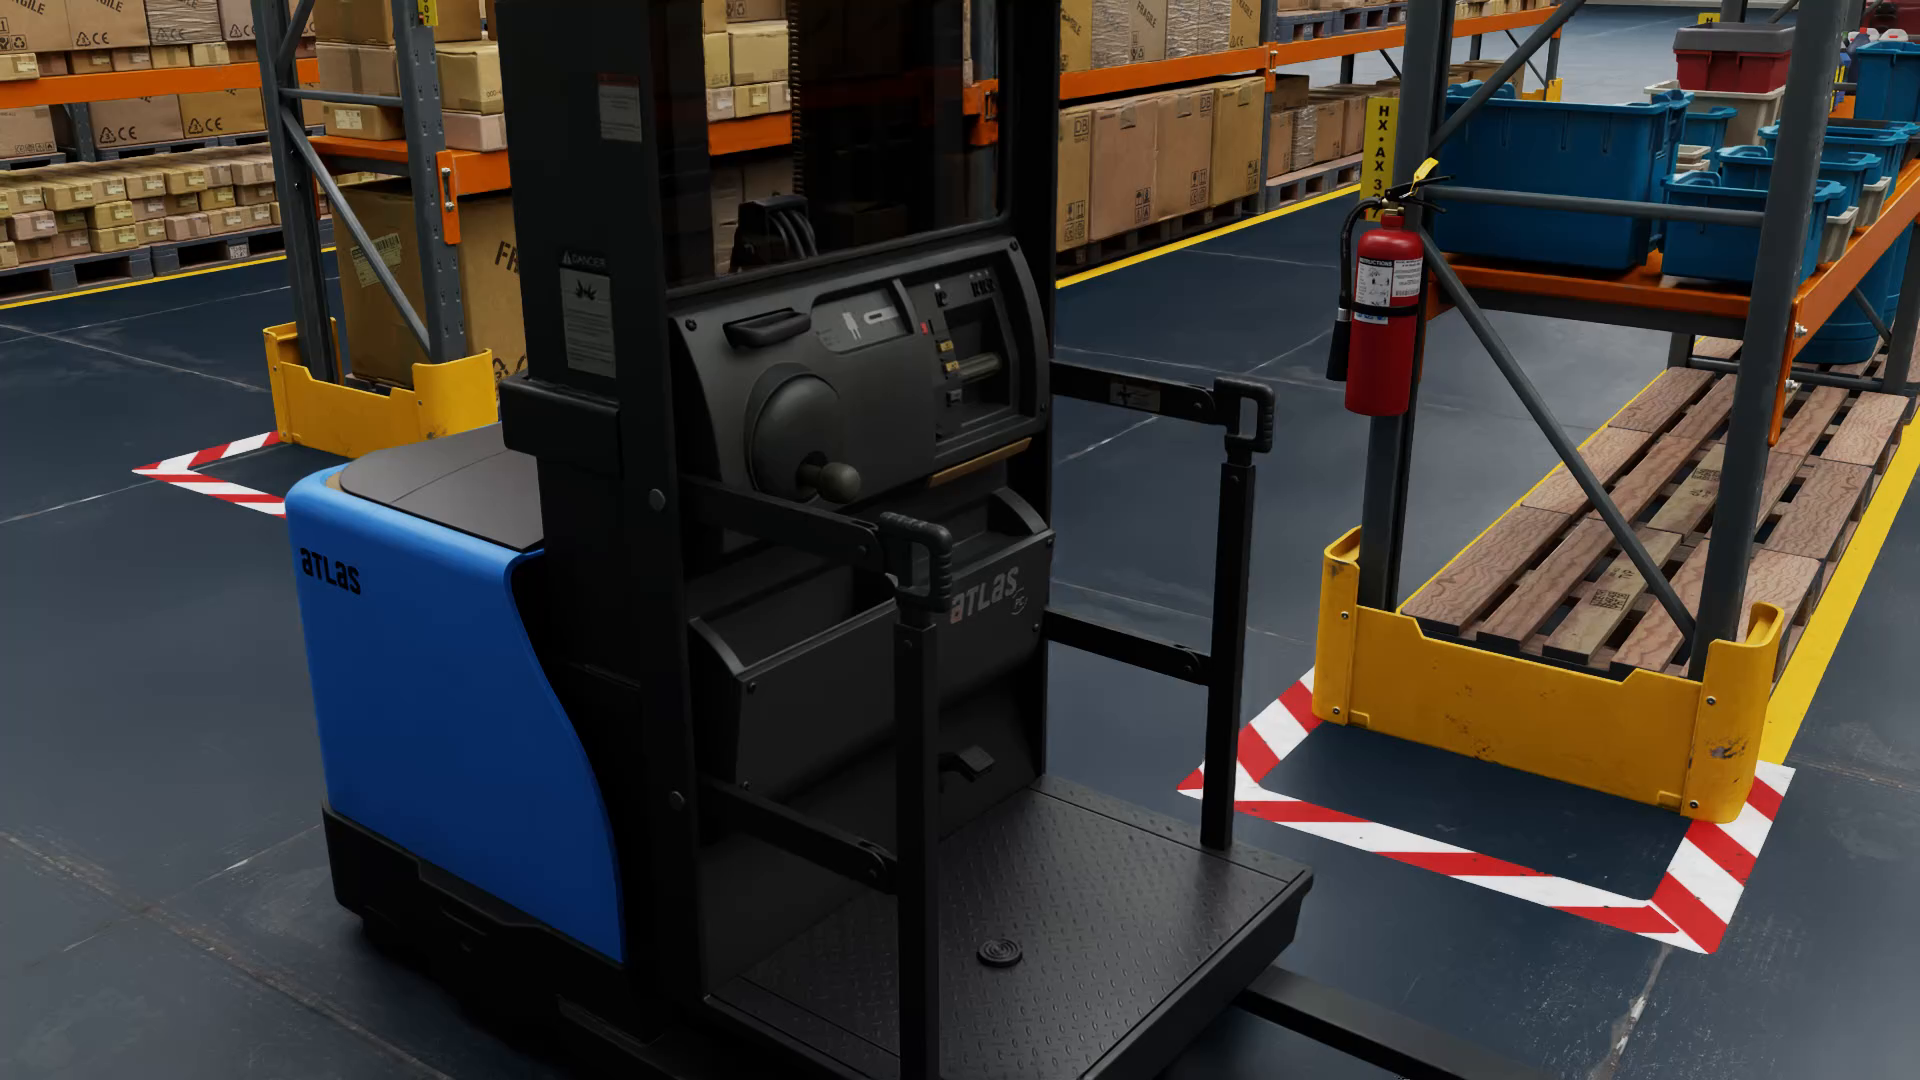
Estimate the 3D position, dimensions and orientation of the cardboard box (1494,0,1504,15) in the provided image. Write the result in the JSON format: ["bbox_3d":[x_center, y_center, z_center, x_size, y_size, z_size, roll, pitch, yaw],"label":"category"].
[{"bbox_3d":[5.444,-5.566,17.350,0.380,0.149,0.250,13,24,32],"label":"cardboard box"}]

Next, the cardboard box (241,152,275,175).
[{"bbox_3d":[-4.816,-2.626,11.686,0.380,0.149,0.250,12,23,29],"label":"cardboard box"}]

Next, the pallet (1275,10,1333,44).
[{"bbox_3d":[2.306,-4.235,13.667,1.213,0.211,1.003,13,24,32],"label":"pallet"}]

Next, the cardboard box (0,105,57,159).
[{"bbox_3d":[-8.893,-3.721,15.088,0.875,0.438,0.875,13,24,31],"label":"cardboard box"}]

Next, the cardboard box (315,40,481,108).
[{"bbox_3d":[-2.451,-2.064,7.310,0.500,0.250,0.500,13,24,31],"label":"cardboard box"}]

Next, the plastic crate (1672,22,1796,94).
[{"bbox_3d":[3.132,-1.837,6.729,0.402,0.464,0.583,13,24,32],"label":"plastic crate"}]

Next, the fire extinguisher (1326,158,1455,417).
[{"bbox_3d":[1.132,-0.673,4.409,0.296,0.674,0.183,13,24,32],"label":"fire extinguisher"}]

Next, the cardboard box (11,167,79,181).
[{"bbox_3d":[-6.034,-2.363,10.976,0.380,0.149,0.250,12,24,30],"label":"cardboard box"}]

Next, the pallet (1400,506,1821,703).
[{"bbox_3d":[2.088,0.240,5.311,1.003,0.211,1.213,13,24,32],"label":"pallet"}]

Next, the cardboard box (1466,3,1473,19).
[{"bbox_3d":[4.880,-5.279,16.575,0.380,0.149,0.250,13,24,32],"label":"cardboard box"}]

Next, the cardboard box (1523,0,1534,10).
[{"bbox_3d":[6.109,-5.933,18.344,0.380,0.149,0.250,13,24,32],"label":"cardboard box"}]

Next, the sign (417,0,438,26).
[{"bbox_3d":[-2.048,-2.138,6.358,0.100,0.325,0.005,13,24,32],"label":"sign"}]

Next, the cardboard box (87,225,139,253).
[{"bbox_3d":[-5.542,-1.964,10.755,0.380,0.149,0.250,14,24,32],"label":"cardboard box"}]

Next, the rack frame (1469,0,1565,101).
[{"bbox_3d":[6.490,-6.395,19.230,1.000,3.000,0.127,13,24,32],"label":"rack frame"}]

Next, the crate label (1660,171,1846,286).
[{"bbox_3d":[2.003,-0.795,4.245,0.416,0.233,0.303,13,24,32],"label":"crate label"}]

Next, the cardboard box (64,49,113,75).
[{"bbox_3d":[-5.587,-3.034,10.506,0.380,0.149,0.250,13,24,31],"label":"cardboard box"}]

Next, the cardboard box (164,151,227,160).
[{"bbox_3d":[-5.394,-2.649,11.748,0.380,0.149,0.250,12,24,30],"label":"cardboard box"}]

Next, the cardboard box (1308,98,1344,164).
[{"bbox_3d":[2.968,-3.656,14.793,0.700,0.500,0.500,16,25,36],"label":"cardboard box"}]

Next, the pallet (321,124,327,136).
[{"bbox_3d":[-6.708,-4.513,18.162,1.003,0.211,1.213,13,24,32],"label":"pallet"}]

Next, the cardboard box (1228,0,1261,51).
[{"bbox_3d":[1.921,-3.957,12.494,0.500,0.500,0.500,14,25,33],"label":"cardboard box"}]

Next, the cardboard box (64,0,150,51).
[{"bbox_3d":[-5.503,-3.359,10.449,0.500,0.500,0.500,14,24,33],"label":"cardboard box"}]

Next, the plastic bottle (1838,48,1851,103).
[{"bbox_3d":[4.604,-2.438,8.717,0.097,0.271,0.097,0,20,0],"label":"plastic bottle"}]

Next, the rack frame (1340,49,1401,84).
[{"bbox_3d":[4.242,-5.248,16.128,1.000,3.000,0.127,13,24,32],"label":"rack frame"}]

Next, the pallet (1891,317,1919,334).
[{"bbox_3d":[4.994,-1.243,9.322,1.003,0.211,1.213,13,24,32],"label":"pallet"}]

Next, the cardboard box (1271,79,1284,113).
[{"bbox_3d":[2.345,-3.684,13.788,0.500,0.250,0.500,14,25,34],"label":"cardboard box"}]

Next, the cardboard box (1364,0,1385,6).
[{"bbox_3d":[3.344,-4.978,14.644,0.797,0.503,0.637,16,26,37],"label":"cardboard box"}]

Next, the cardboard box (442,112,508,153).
[{"bbox_3d":[-2.031,-1.724,6.965,0.380,0.149,0.250,14,24,32],"label":"cardboard box"}]

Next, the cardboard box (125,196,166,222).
[{"bbox_3d":[-5.473,-2.203,10.971,0.380,0.149,0.250,12,23,29],"label":"cardboard box"}]

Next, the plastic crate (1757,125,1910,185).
[{"bbox_3d":[2.744,-1.173,5.266,0.416,0.233,0.300,13,24,32],"label":"plastic crate"}]

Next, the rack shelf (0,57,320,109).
[{"bbox_3d":[-5.425,-3.037,11.189,1.077,0.370,4.000,13,24,32],"label":"rack shelf"}]

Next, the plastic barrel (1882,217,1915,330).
[{"bbox_3d":[4.559,-1.555,8.564,0.600,0.901,0.708,13,24,32],"label":"plastic barrel"}]

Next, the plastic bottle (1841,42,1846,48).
[{"bbox_3d":[4.799,-2.617,9.194,0.152,0.276,0.135,13,24,32],"label":"plastic bottle"}]

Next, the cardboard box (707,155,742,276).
[{"bbox_3d":[-1.699,-1.465,8.360,0.875,0.875,0.875,13,24,32],"label":"cardboard box"}]

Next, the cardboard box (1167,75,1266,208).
[{"bbox_3d":[1.588,-3.106,12.796,1.225,0.875,0.875,12,23,29],"label":"cardboard box"}]

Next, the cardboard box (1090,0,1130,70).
[{"bbox_3d":[0.774,-3.370,10.908,0.500,0.500,0.500,13,24,31],"label":"cardboard box"}]

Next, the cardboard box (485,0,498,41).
[{"bbox_3d":[-1.730,-2.454,7.282,0.500,0.500,0.500,13,24,31],"label":"cardboard box"}]

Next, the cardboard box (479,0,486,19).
[{"bbox_3d":[-3.699,-4.051,12.650,0.380,0.149,0.250,12,23,29],"label":"cardboard box"}]

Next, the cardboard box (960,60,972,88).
[{"bbox_3d":[-0.156,-2.683,9.557,0.380,0.149,0.250,13,24,32],"label":"cardboard box"}]

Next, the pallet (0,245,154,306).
[{"bbox_3d":[-6.020,-1.741,10.667,1.003,0.211,1.213,13,24,32],"label":"pallet"}]

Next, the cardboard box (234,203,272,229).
[{"bbox_3d":[-5.023,-2.271,11.584,0.380,0.149,0.250,14,24,33],"label":"cardboard box"}]

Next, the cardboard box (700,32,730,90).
[{"bbox_3d":[-1.439,-2.253,7.819,0.500,0.250,0.500,12,24,30],"label":"cardboard box"}]

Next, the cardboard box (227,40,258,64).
[{"bbox_3d":[-5.002,-3.327,11.299,0.380,0.149,0.250,13,24,31],"label":"cardboard box"}]

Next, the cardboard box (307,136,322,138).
[{"bbox_3d":[-4.869,-2.961,12.594,0.380,0.149,0.250,15,25,34],"label":"cardboard box"}]

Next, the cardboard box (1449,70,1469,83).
[{"bbox_3d":[5.100,-4.738,17.749,0.500,0.500,0.500,11,23,27],"label":"cardboard box"}]

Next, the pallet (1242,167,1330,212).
[{"bbox_3d":[2.434,-3.016,14.114,1.003,0.211,1.213,13,24,32],"label":"pallet"}]

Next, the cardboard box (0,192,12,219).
[{"bbox_3d":[-5.974,-2.024,10.059,0.380,0.149,0.250,12,23,29],"label":"cardboard box"}]

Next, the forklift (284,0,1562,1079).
[{"bbox_3d":[0.025,-0.317,2.896,3.031,2.935,1.130,15,25,35],"label":"forklift"}]

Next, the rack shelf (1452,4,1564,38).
[{"bbox_3d":[5.366,-5.484,17.804,1.077,0.370,4.000,13,24,32],"label":"rack shelf"}]

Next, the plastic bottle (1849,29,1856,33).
[{"bbox_3d":[5.356,-2.933,10.038,0.061,0.283,0.133,13,24,32],"label":"plastic bottle"}]

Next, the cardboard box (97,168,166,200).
[{"bbox_3d":[-5.436,-2.339,10.910,0.380,0.149,0.250,14,25,34],"label":"cardboard box"}]

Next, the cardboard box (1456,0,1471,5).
[{"bbox_3d":[4.546,-5.551,16.375,0.875,0.500,0.500,13,24,32],"label":"cardboard box"}]

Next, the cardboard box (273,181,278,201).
[{"bbox_3d":[-4.842,-2.505,11.790,0.380,0.149,0.250,14,24,33],"label":"cardboard box"}]

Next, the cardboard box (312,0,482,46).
[{"bbox_3d":[-2.447,-2.416,7.180,0.500,0.500,0.500,14,24,32],"label":"cardboard box"}]

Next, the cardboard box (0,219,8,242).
[{"bbox_3d":[-6.042,-1.900,10.154,0.380,0.149,0.250,14,25,34],"label":"cardboard box"}]
